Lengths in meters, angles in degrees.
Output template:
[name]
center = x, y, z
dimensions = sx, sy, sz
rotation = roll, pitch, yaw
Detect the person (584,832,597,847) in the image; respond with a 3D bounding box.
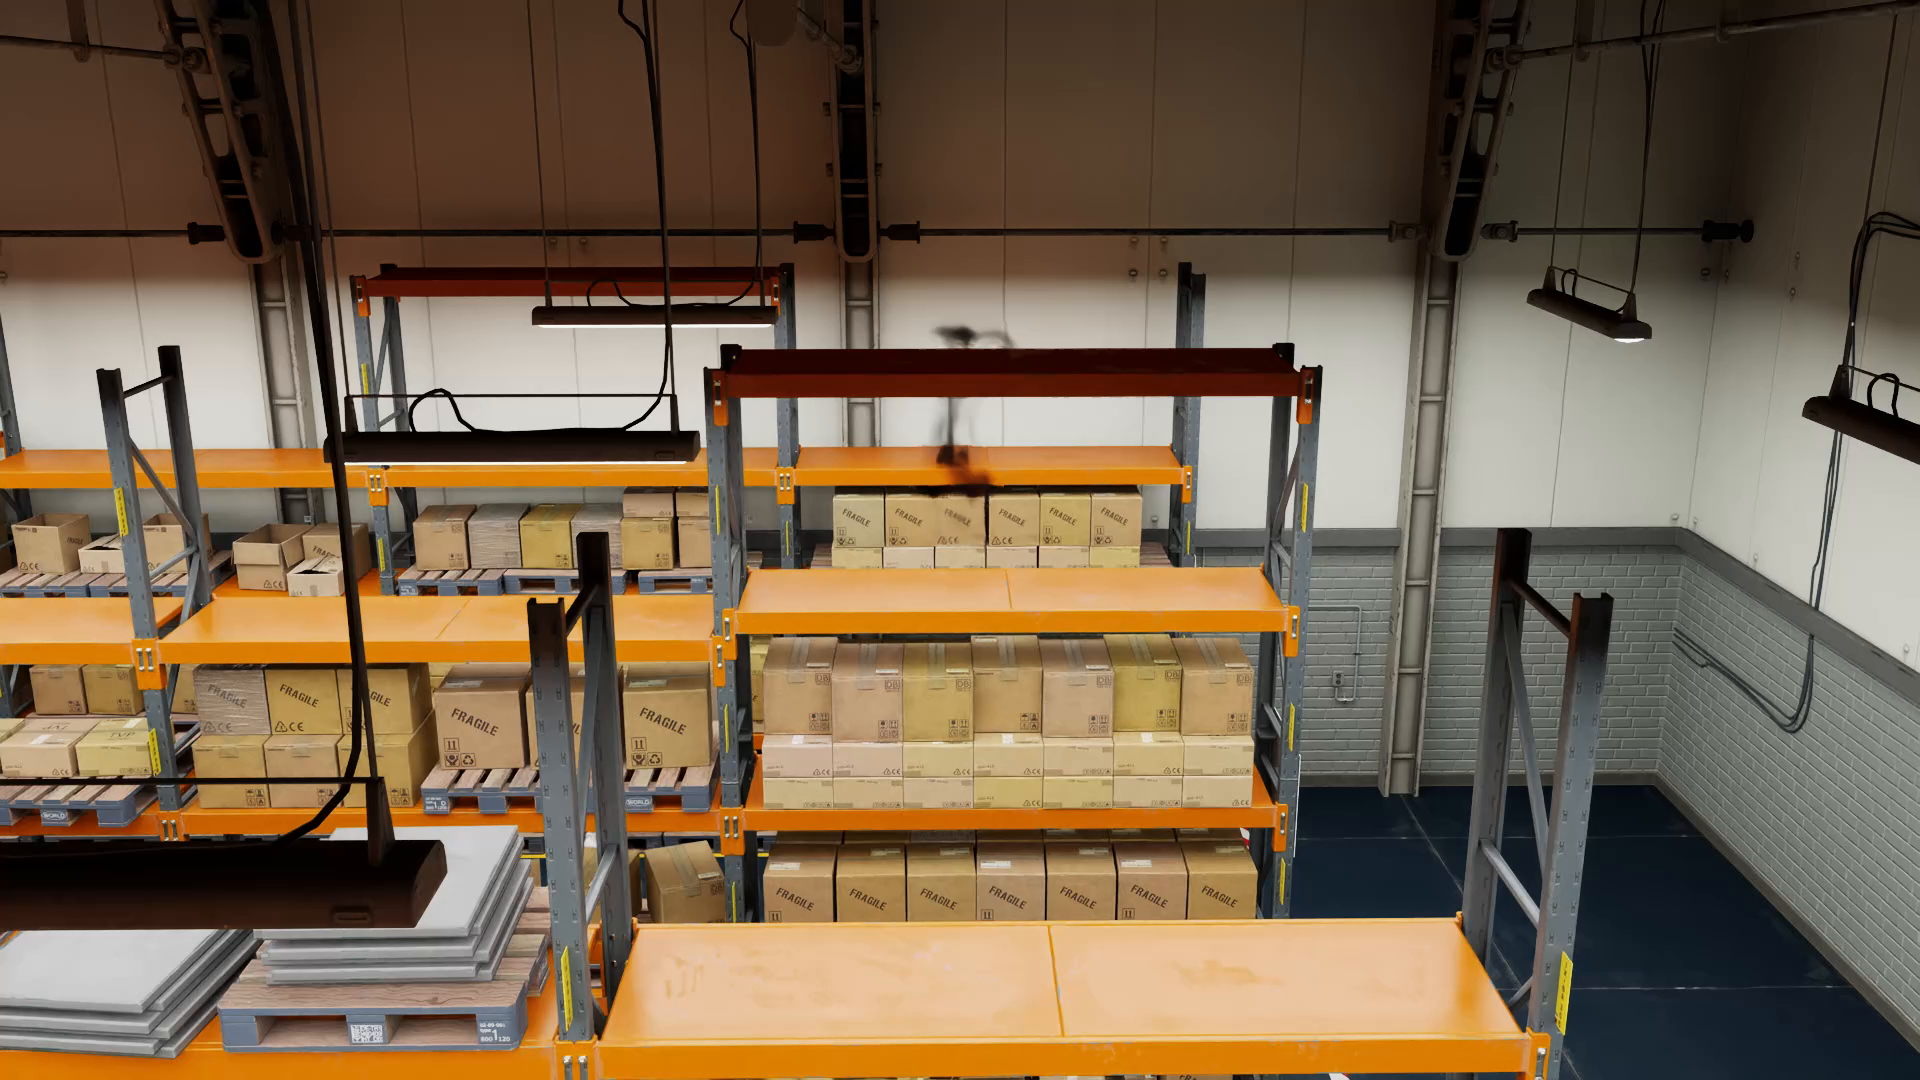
[person]
center = -3.200, 3.158, 14.779
dimensions = 0.842, 1.754, 0.559
rotation = 0, 16, 1
